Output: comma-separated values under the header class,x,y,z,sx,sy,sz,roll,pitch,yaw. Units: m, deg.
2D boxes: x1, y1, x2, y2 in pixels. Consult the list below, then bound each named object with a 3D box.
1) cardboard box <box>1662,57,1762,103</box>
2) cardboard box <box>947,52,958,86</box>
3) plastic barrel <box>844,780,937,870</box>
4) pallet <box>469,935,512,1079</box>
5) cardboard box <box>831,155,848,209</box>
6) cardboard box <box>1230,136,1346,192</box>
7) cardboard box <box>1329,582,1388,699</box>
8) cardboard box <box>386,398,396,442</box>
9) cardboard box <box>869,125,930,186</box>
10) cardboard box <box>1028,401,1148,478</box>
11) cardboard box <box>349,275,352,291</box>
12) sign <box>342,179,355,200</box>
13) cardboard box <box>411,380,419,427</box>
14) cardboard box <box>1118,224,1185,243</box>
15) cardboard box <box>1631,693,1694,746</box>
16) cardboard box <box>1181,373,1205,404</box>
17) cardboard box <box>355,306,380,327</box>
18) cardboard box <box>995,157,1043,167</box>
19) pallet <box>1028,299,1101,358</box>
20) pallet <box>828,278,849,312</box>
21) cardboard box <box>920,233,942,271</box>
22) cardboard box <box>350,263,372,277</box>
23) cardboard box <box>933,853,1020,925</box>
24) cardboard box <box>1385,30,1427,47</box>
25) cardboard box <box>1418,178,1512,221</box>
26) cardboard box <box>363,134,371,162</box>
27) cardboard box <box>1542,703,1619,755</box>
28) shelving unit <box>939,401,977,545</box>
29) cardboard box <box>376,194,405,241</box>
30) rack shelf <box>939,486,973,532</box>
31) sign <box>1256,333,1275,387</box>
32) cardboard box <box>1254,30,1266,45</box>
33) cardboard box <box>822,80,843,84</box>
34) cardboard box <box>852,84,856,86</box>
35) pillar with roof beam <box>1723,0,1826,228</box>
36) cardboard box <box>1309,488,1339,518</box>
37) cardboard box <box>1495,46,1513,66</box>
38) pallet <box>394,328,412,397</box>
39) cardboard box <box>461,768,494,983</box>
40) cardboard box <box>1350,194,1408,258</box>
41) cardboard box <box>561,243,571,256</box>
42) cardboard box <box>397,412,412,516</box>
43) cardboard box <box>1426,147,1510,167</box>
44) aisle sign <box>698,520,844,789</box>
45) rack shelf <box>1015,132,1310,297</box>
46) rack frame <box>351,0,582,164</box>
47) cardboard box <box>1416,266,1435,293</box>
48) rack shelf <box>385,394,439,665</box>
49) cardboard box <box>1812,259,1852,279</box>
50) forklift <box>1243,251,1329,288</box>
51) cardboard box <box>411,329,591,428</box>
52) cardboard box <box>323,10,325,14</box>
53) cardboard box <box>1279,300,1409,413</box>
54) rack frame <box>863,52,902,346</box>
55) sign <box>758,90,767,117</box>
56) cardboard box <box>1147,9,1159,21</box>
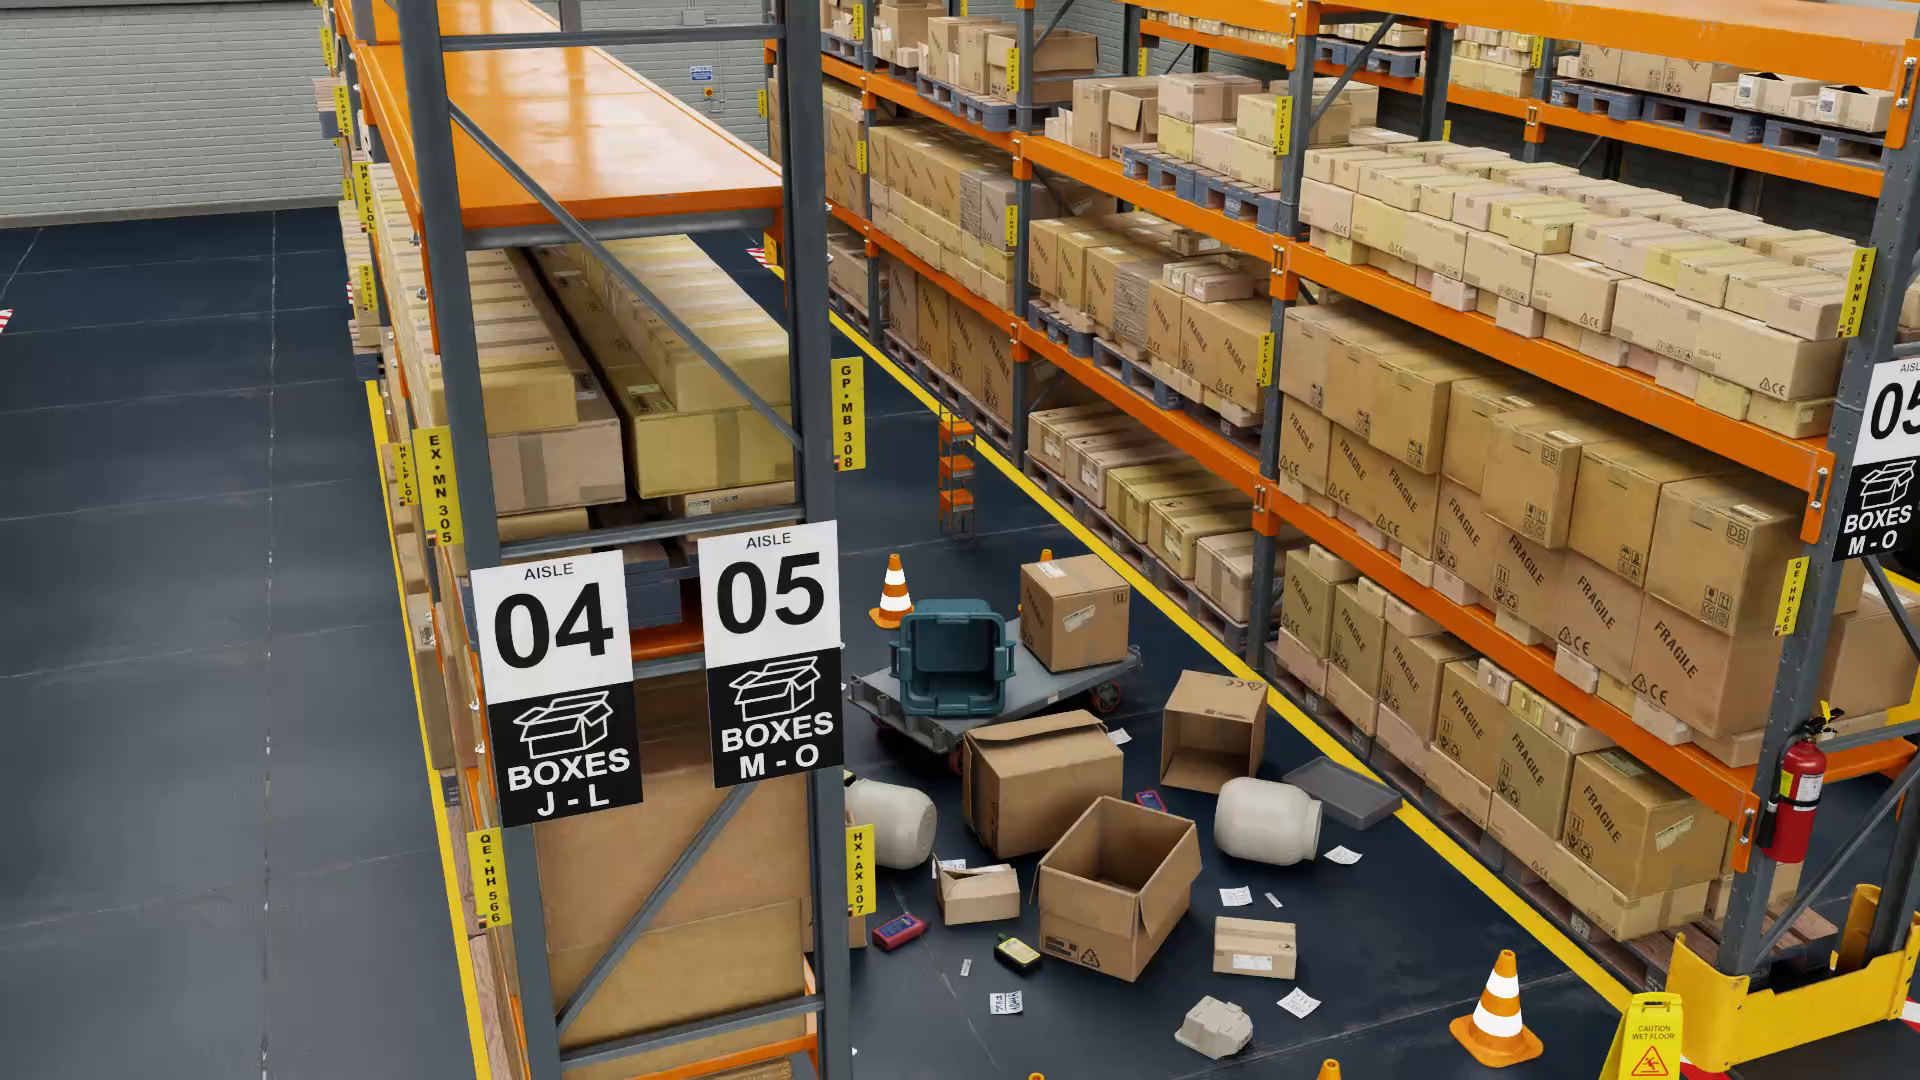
class,x,y,z,sx,sy,sz,roll,pitch,yaw
cardboard box,5.962,-3.759,13.147,0.500,0.500,0.500,-8,24,-18
cardboard box,0.119,-4.042,14.247,0.396,0.266,0.258,-9,24,-20
plastic barrel,-0.414,1.483,8.687,0.512,0.421,0.421,8,24,18
pallet,-1.619,2.110,7.472,1.003,0.211,1.213,-8,24,-19
cardboard box,-1.070,-3.894,17.999,0.500,0.500,0.500,-9,24,-20
cardboard box,2.004,-2.321,10.185,0.500,0.250,0.500,-9,24,-20
cardboard box,2.502,0.550,9.616,0.500,0.500,0.500,-7,24,-17
cardboard box,-4.149,-0.959,12.876,0.500,0.250,0.500,-9,24,-20
cardboard box,-0.594,-3.836,16.574,0.500,0.500,0.500,-8,24,-18
cardboard box,1.123,-0.851,13.750,0.950,0.372,0.625,-10,25,-23
cardboard box,-4.814,-2.119,13.697,0.380,0.149,0.250,-10,25,-21
sign,-5.581,-3.135,15.210,0.100,0.325,0.005,-8,24,-19
cardboard box,-1.719,-0.495,5.854,0.380,0.149,0.250,-8,24,-19
cardboard box,1.546,-2.139,12.910,0.500,0.500,0.500,-9,24,-20
cardboard box,3.233,0.764,7.399,0.380,0.149,0.250,-9,24,-20
cardboard box,1.704,-1.036,11.128,0.380,0.149,0.250,-9,24,-20
cardboard box,-4.263,-1.691,12.300,0.380,0.149,0.250,-8,24,-18
cardboard box,0.635,-3.164,14.979,0.500,0.500,0.500,-8,24,-17
pallet,1.284,-1.743,13.269,1.213,0.211,1.003,-8,24,-19
pallet,-1.111,-2.975,19.536,1.003,0.211,1.213,-8,24,-19
cardboard box,-0.054,-2.704,15.497,0.500,0.250,0.500,-9,24,-20
cardboard box,-4.444,-2.013,12.681,0.380,0.149,0.250,-8,24,-17
cardboard box,0.081,1.726,8.314,0.396,0.266,0.258,-4,23,-10
cardboard box,4.462,-4.999,16.541,0.380,0.149,0.250,-8,24,-18
cardboard box,2.558,-1.727,8.419,0.380,0.149,0.250,-9,25,-21
cardboard box,-3.254,-2.278,9.877,0.500,0.311,0.500,-9,24,-20
cardboard box,3.039,0.881,7.996,0.380,0.149,0.250,-8,24,-17
shelving unit,-0.019,-0.503,12.592,0.215,1.050,0.252,-8,24,-19
cardboard box,-2.169,-1.324,6.794,0.380,0.149,0.250,-9,24,-20
rack shelf,-0.019,-0.237,12.704,0.215,0.259,0.240,-8,24,-19
sign,1.828,-1.078,9.955,0.100,0.325,0.005,-8,24,-19
cardboard box,3.588,-5.756,19.006,0.380,0.149,0.250,-8,24,-17
cardboard box,-1.519,-5.052,18.622,0.380,0.149,0.250,-9,24,-20
cardboard box,-1.002,-5.131,18.810,0.380,0.149,0.250,-8,24,-17
pillar with roof beam,2.851,-4.582,12.034,9.100,9.000,0.400,-8,24,-19
cardboard box,2.295,-0.263,9.836,0.380,0.149,0.250,-8,24,-17
cardboard box,5.151,-4.447,15.257,0.380,0.149,0.250,-9,24,-20
pallet,-1.970,-0.949,7.391,1.003,0.211,1.213,-8,24,-19
cardboard box,-1.771,1.445,7.655,0.875,0.875,0.875,-8,24,-19
cardboard box,2.436,-1.689,8.842,0.500,0.250,0.500,-9,24,-19
cardboard box,-1.377,-1.232,6.576,0.380,0.149,0.250,-9,24,-20
cardboard box,-3.041,-0.472,9.880,0.500,0.500,0.500,-8,24,-18
cardboard box,2.826,-2.087,9.274,0.380,0.149,0.250,-9,24,-20
aisle sign,-0.531,0.334,4.748,0.394,0.787,0.004,-8,24,-19
rack shelf,1.639,-2.399,11.645,1.077,0.370,4.000,-8,24,-19
rack frame,-2.249,-2.671,7.500,1.000,3.000,0.127,-8,24,-19
cardboard box,2.593,-1.369,8.597,0.380,0.149,0.250,-9,25,-21
rack shelf,-2.956,-0.301,10.529,1.077,0.370,4.000,-8,24,-19
cardboard box,3.720,-1.049,6.812,0.380,0.149,0.250,-8,24,-19
forklift,2.999,-1.911,13.509,1.130,2.935,3.031,-9,24,-20
cardboard box,-1.447,-0.464,5.267,0.500,0.250,0.500,-8,24,-19
cardboard box,-6.391,-5.425,17.447,0.500,0.250,0.500,-9,24,-20
cardboard box,2.298,-1.076,9.642,0.700,0.500,0.500,-9,24,-20
rack frame,-0.480,-3.529,17.260,1.000,3.000,0.127,-8,24,-19
sign,-2.415,-5.344,20.349,0.100,0.325,0.005,-8,24,-19
cardboard box,2.644,-6.783,21.443,0.380,0.149,0.250,-8,24,-18
